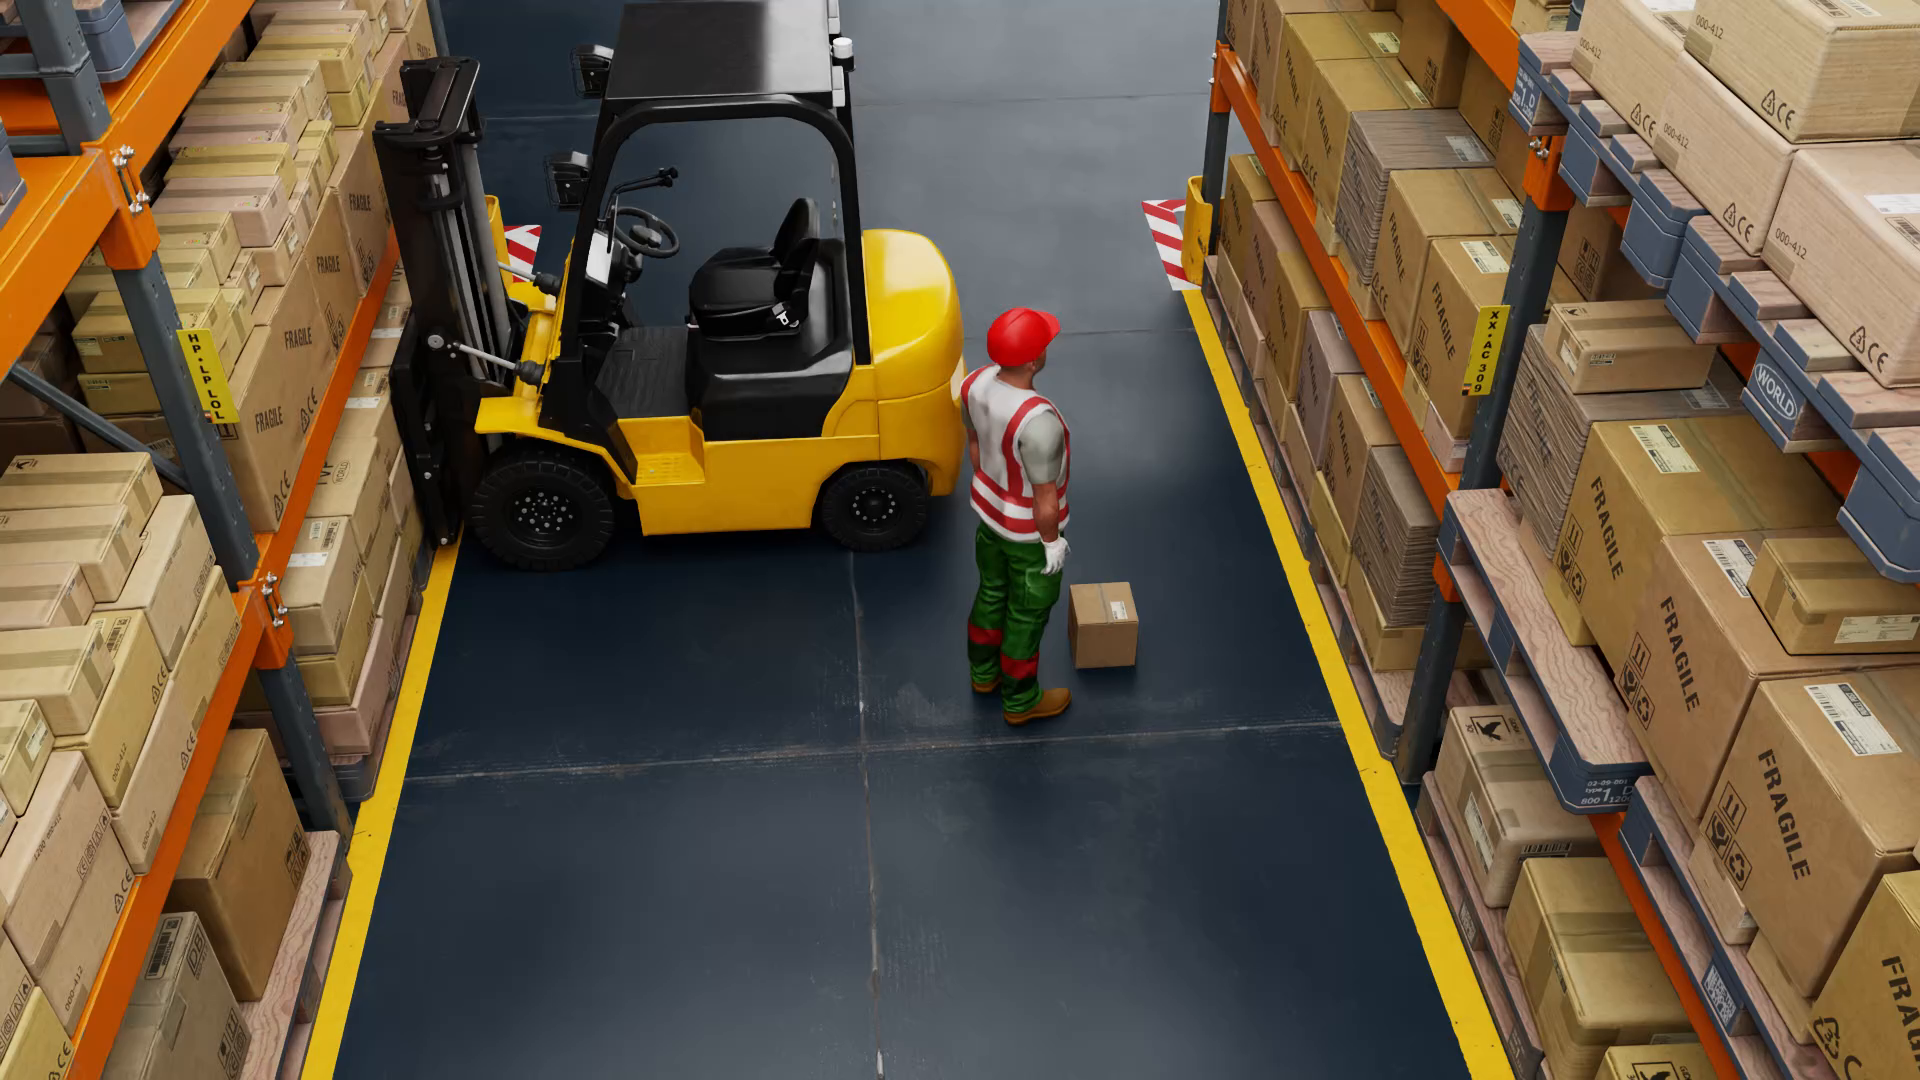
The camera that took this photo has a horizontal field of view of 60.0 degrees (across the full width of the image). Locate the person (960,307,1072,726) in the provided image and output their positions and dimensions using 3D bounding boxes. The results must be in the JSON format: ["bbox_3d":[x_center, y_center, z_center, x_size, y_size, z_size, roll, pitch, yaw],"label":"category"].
[{"bbox_3d":[0.220,-0.094,6.242,0.322,1.790,0.523,-22,44,-25],"label":"person"}]
